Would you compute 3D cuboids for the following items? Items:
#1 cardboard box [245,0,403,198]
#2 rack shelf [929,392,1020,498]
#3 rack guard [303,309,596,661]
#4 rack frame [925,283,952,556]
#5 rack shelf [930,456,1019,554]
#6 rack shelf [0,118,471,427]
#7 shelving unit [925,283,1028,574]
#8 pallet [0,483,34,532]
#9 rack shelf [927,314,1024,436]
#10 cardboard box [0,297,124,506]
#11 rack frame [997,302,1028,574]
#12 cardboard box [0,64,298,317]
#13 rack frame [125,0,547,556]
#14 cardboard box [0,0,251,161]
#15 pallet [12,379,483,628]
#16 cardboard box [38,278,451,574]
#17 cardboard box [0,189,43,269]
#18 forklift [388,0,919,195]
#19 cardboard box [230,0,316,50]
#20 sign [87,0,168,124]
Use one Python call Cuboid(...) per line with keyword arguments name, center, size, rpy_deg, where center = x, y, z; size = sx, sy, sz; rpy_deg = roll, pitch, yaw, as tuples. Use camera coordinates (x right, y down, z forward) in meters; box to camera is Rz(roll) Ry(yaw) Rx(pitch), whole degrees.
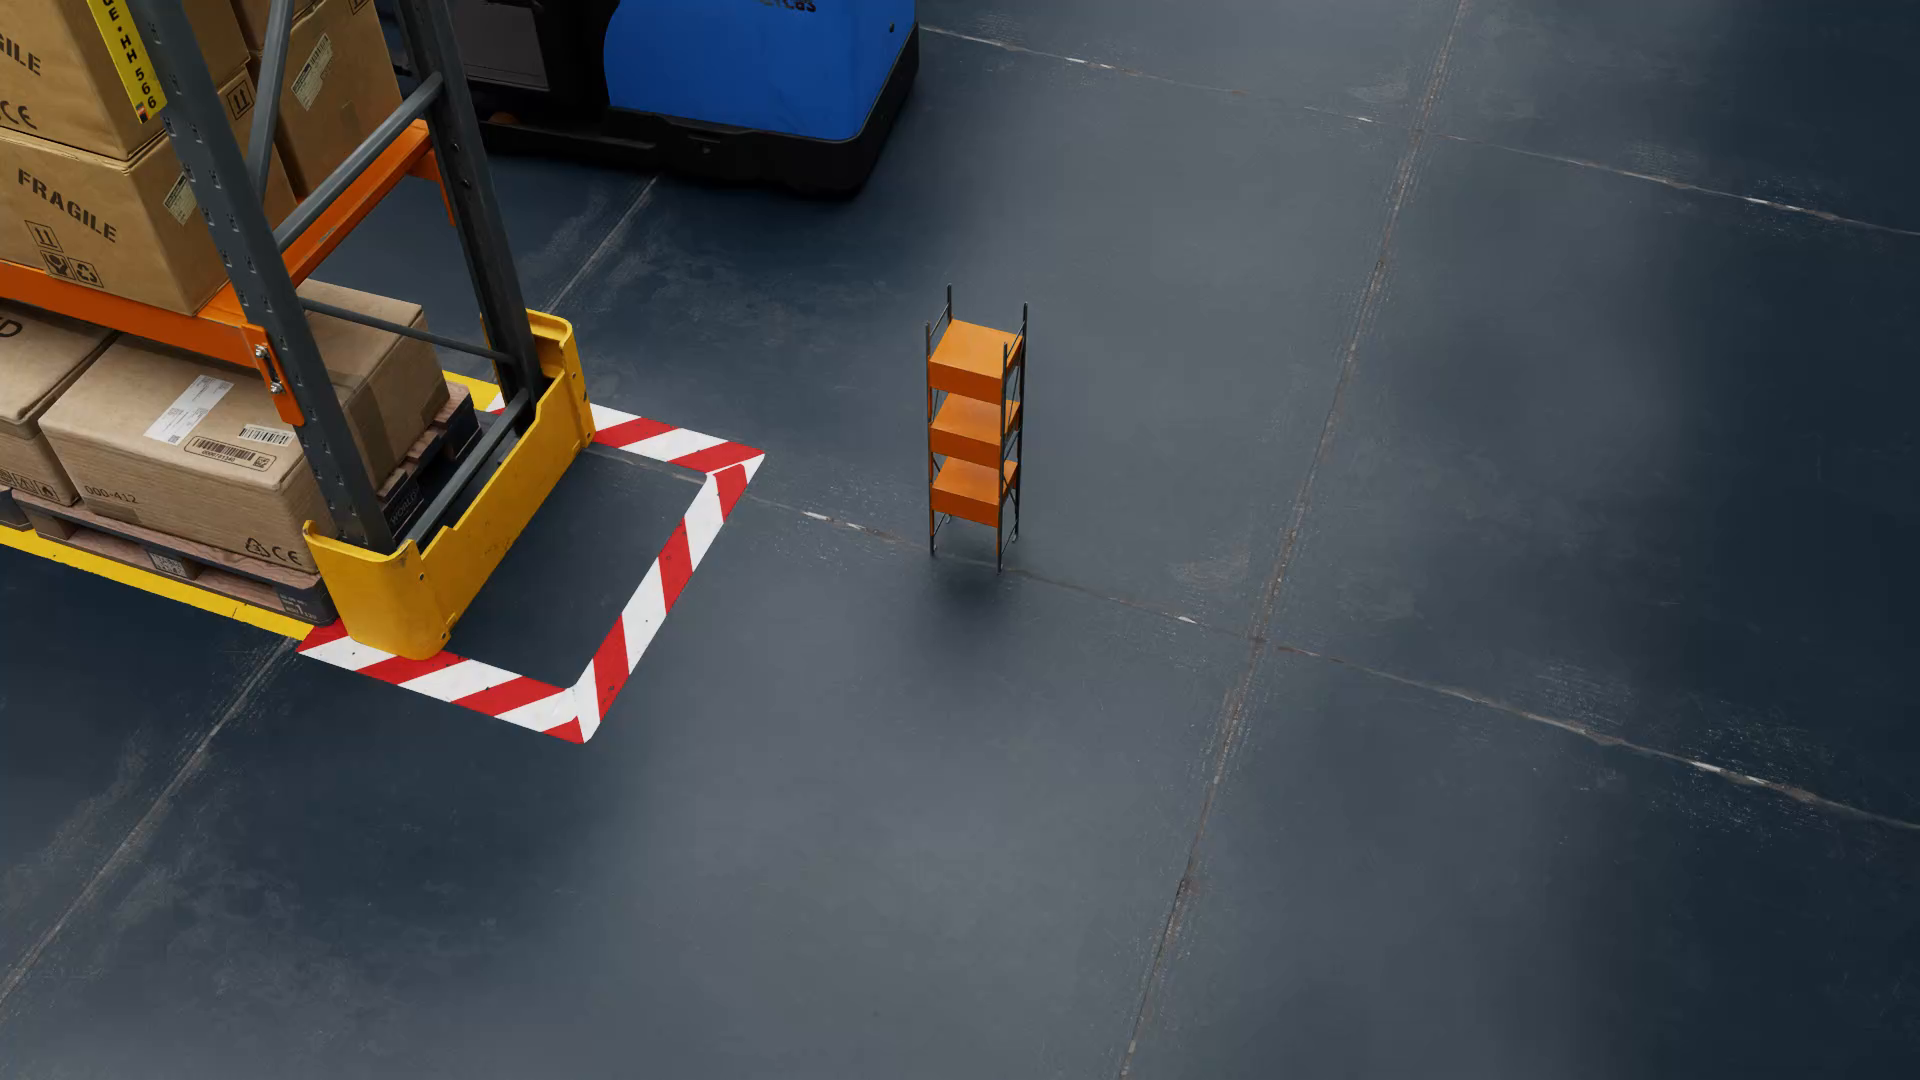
Cuboid(name="cardboard box", center=(-2.052, -1.403, 4.915), size=(0.500, 0.500, 0.500), rpy_deg=(15, 51, 13))
Cuboid(name="rack shelf", center=(0.050, -0.323, 5.349), size=(0.240, 0.259, 0.215), rpy_deg=(16, 51, 13))
Cuboid(name="rack guard", center=(-1.679, -0.216, 5.606), size=(0.348, 0.500, 1.175), rpy_deg=(16, 51, 13))
Cuboid(name="rack frame", center=(-0.064, -0.362, 5.369), size=(0.008, 1.050, 0.200), rpy_deg=(16, 51, 13))
Cuboid(name="rack shelf", center=(0.050, -0.141, 5.559), size=(0.240, 0.259, 0.215), rpy_deg=(16, 51, 13))
Cuboid(name="rack shelf", center=(-3.577, -1.329, 5.393), size=(4.000, 0.370, 1.077), rpy_deg=(16, 51, 13))
Cuboid(name="shelving unit", center=(0.050, -0.330, 5.341), size=(0.252, 1.050, 0.215), rpy_deg=(16, 51, 13))
Cuboid(name="pallet", center=(-3.619, -0.602, 6.132), size=(1.213, 0.211, 1.003), rpy_deg=(16, 51, 13))
Cuboid(name="rack shelf", center=(0.050, -0.509, 5.135), size=(0.240, 0.259, 0.215), rpy_deg=(16, 51, 13))
Cuboid(name="cardboard box", center=(-3.216, -0.675, 5.768), size=(0.875, 0.438, 0.875), rpy_deg=(17, 51, 14))
Cuboid(name="rack frame", center=(0.165, -0.298, 5.313), size=(0.008, 1.050, 0.200), rpy_deg=(16, 51, 13))
Cuboid(name="cardboard box", center=(-2.245, -1.012, 4.576), size=(0.500, 0.500, 0.500), rpy_deg=(16, 51, 13))
Cuboid(name="rack frame", center=(-1.701, -1.041, 4.667), size=(0.127, 3.000, 1.000), rpy_deg=(16, 51, 13))
Cuboid(name="cardboard box", center=(-2.236, -1.359, 4.215), size=(0.500, 0.500, 0.500), rpy_deg=(17, 51, 14))
Cuboid(name="pallet", center=(-2.478, -0.282, 5.854), size=(1.213, 0.211, 1.003), rpy_deg=(16, 51, 13))
Cuboid(name="cardboard box", center=(-2.355, -0.441, 5.565), size=(0.875, 0.438, 0.875), rpy_deg=(14, 51, 12))
Cuboid(name="cardboard box", center=(-2.711, -1.155, 4.700), size=(0.500, 0.500, 0.500), rpy_deg=(15, 51, 12))
Cuboid(name="forklift", center=(-1.760, -3.016, 6.424), size=(3.031, 2.935, 1.130), rpy_deg=(11, 50, 9))
Cuboid(name="cardboard box", center=(-2.053, -1.729, 4.536), size=(0.500, 0.500, 0.500), rpy_deg=(15, 51, 12))
Cuboid(name="sign", center=(-1.902, -1.117, 3.810), size=(0.005, 0.325, 0.100), rpy_deg=(16, 51, 13))
